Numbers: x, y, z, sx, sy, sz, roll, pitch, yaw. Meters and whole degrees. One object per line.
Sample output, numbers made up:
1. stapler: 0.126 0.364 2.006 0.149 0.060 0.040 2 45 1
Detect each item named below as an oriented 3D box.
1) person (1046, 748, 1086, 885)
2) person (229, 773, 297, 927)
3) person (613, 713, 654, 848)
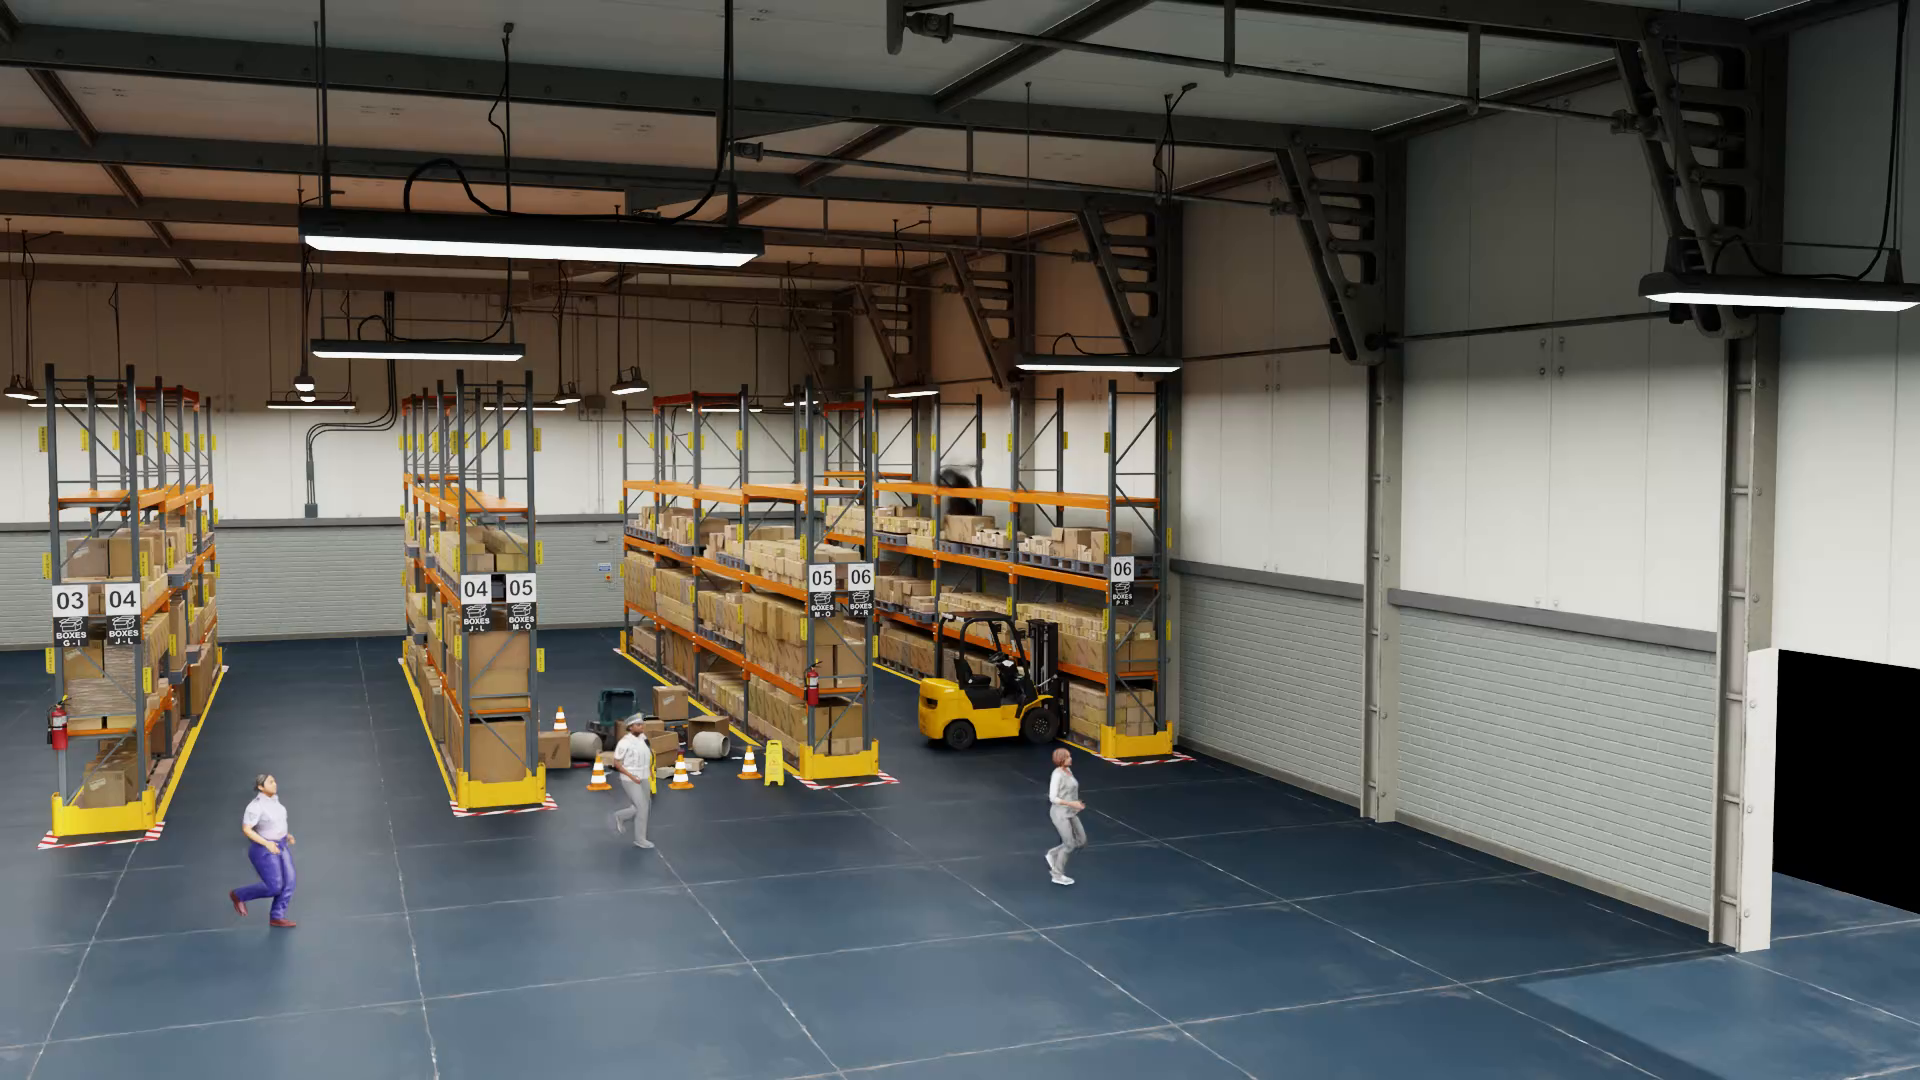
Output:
1. person: 1.204 3.121 18.810 0.549 1.554 0.529 2 4 27
2. person: -7.185 3.200 17.186 0.643 1.605 0.617 0 3 5
3. person: -4.076 2.967 20.666 0.676 1.668 0.593 2 4 29
